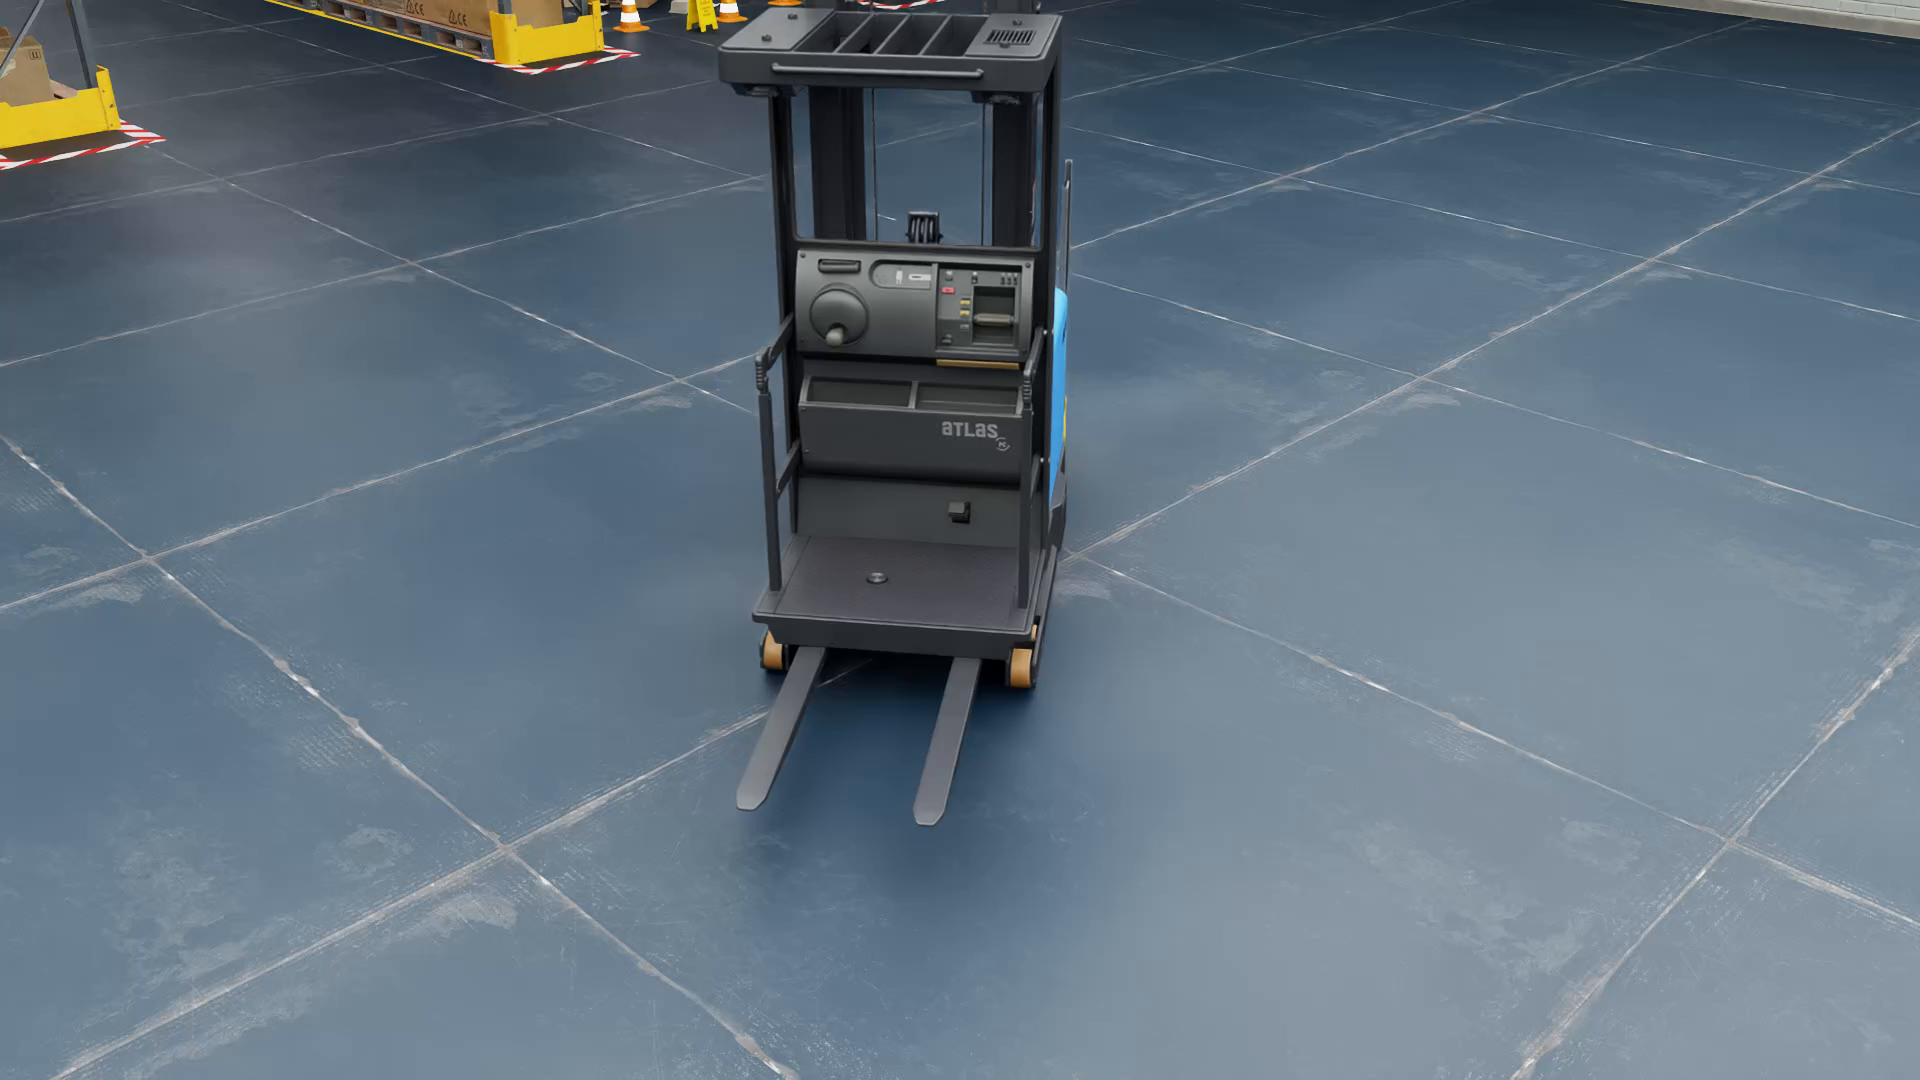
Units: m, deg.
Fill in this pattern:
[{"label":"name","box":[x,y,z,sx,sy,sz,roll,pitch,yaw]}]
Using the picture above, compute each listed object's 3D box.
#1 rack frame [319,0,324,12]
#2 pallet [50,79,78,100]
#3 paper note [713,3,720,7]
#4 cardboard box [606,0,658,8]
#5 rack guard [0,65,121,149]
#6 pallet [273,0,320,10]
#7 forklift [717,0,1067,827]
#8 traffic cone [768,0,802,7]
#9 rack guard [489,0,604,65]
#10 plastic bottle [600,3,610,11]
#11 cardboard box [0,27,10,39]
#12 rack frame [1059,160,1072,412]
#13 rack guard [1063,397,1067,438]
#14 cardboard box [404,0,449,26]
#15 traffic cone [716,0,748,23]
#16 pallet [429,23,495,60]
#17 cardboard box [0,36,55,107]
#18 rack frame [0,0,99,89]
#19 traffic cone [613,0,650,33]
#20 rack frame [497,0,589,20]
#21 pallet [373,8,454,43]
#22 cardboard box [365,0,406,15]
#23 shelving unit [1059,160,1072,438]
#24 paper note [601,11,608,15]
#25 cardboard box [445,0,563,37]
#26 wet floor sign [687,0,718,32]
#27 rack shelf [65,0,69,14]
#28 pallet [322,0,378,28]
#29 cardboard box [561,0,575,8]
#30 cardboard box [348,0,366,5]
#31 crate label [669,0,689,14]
[{"label":"rack frame","box":[-7.151,-7.714,19.198,0.127,3.000,1.000,25,36,38]},{"label":"pallet","box":[-8.457,-3.863,14.871,1.213,0.211,1.003,25,36,38]},{"label":"paper note","box":[-2.970,-6.419,19.924,0.142,0.019,0.148,12,30,22]},{"label":"cardboard box","box":[-3.928,-6.713,19.976,0.637,0.503,0.797,2,28,4]},{"label":"rack guard","box":[-7.903,-3.714,14.277,0.348,0.500,1.175,25,36,38]},{"label":"pallet","box":[-7.754,-6.707,20.278,1.213,0.211,1.003,25,36,38]},{"label":"forklift","box":[-0.207,-0.878,6.270,1.130,2.935,3.031,4,28,7]},{"label":"traffic cone","box":[-2.112,-6.674,19.946,0.334,0.463,0.336,25,36,38]},{"label":"rack guard","box":[-4.282,-5.295,17.283,0.348,0.500,1.175,25,36,38]},{"label":"plastic bottle","box":[-4.302,-6.325,19.713,0.283,0.061,0.133,12,30,22]},{"label":"cardboard box","box":[-8.732,-4.268,14.879,0.500,0.500,0.500,-15,31,-27]},{"label":"rack frame","box":[0.502,-1.054,8.142,0.032,1.500,0.500,3,28,5]},{"label":"rack guard","box":[0.483,-0.501,8.435,0.087,0.250,0.587,3,28,5]},{"label":"cardboard box","box":[-5.458,-6.140,18.036,0.875,0.875,0.875,24,36,38]},{"label":"traffic cone","box":[-2.648,-6.195,19.034,0.334,0.463,0.336,25,36,38]},{"label":"pallet","box":[-4.924,-5.410,17.811,1.213,0.211,1.003,25,36,38]},{"label":"cardboard box","box":[-8.282,-4.085,14.530,0.500,0.500,0.500,-18,33,-30]},{"label":"rack frame","box":[-7.849,-4.796,13.648,0.127,3.000,1.000,25,36,38]},{"label":"traffic cone","box":[-3.682,-5.931,18.532,0.334,0.463,0.336,25,36,38]},{"label":"rack frame","box":[-4.299,-6.409,16.716,0.127,3.000,1.000,25,36,38]},{"label":"pallet","box":[-5.790,-5.808,18.568,1.213,0.211,1.003,25,36,38]},{"label":"cardboard box","box":[-6.107,-6.438,18.603,0.875,0.875,0.875,25,37,39]},{"label":"shelving unit","box":[-0.013,-1.077,8.187,1.083,1.500,0.587,3,28,5]},{"label":"paper note","box":[-4.197,-6.156,19.426,0.144,0.017,0.142,-13,30,-22]},{"label":"cardboard box","box":[-4.829,-5.854,17.492,0.875,0.875,0.875,25,37,39]},{"label":"wet floor sign","box":[-2.890,-6.015,18.495,0.232,0.644,0.267,18,33,30]},{"label":"rack shelf","box":[-9.275,-5.130,15.056,4.000,0.370,1.077,25,36,38]},{"label":"pallet","box":[-6.664,-6.206,19.326,1.213,0.211,1.003,25,36,38]},{"label":"cardboard box","box":[-4.634,-6.554,19.930,0.396,0.266,0.258,-18,33,-31]},{"label":"cardboard box","box":[-6.752,-6.731,19.160,0.875,0.875,0.875,-25,36,-38]},{"label":"crate label","box":[-3.252,-6.287,19.559,0.298,0.136,0.250,7,29,13]}]
